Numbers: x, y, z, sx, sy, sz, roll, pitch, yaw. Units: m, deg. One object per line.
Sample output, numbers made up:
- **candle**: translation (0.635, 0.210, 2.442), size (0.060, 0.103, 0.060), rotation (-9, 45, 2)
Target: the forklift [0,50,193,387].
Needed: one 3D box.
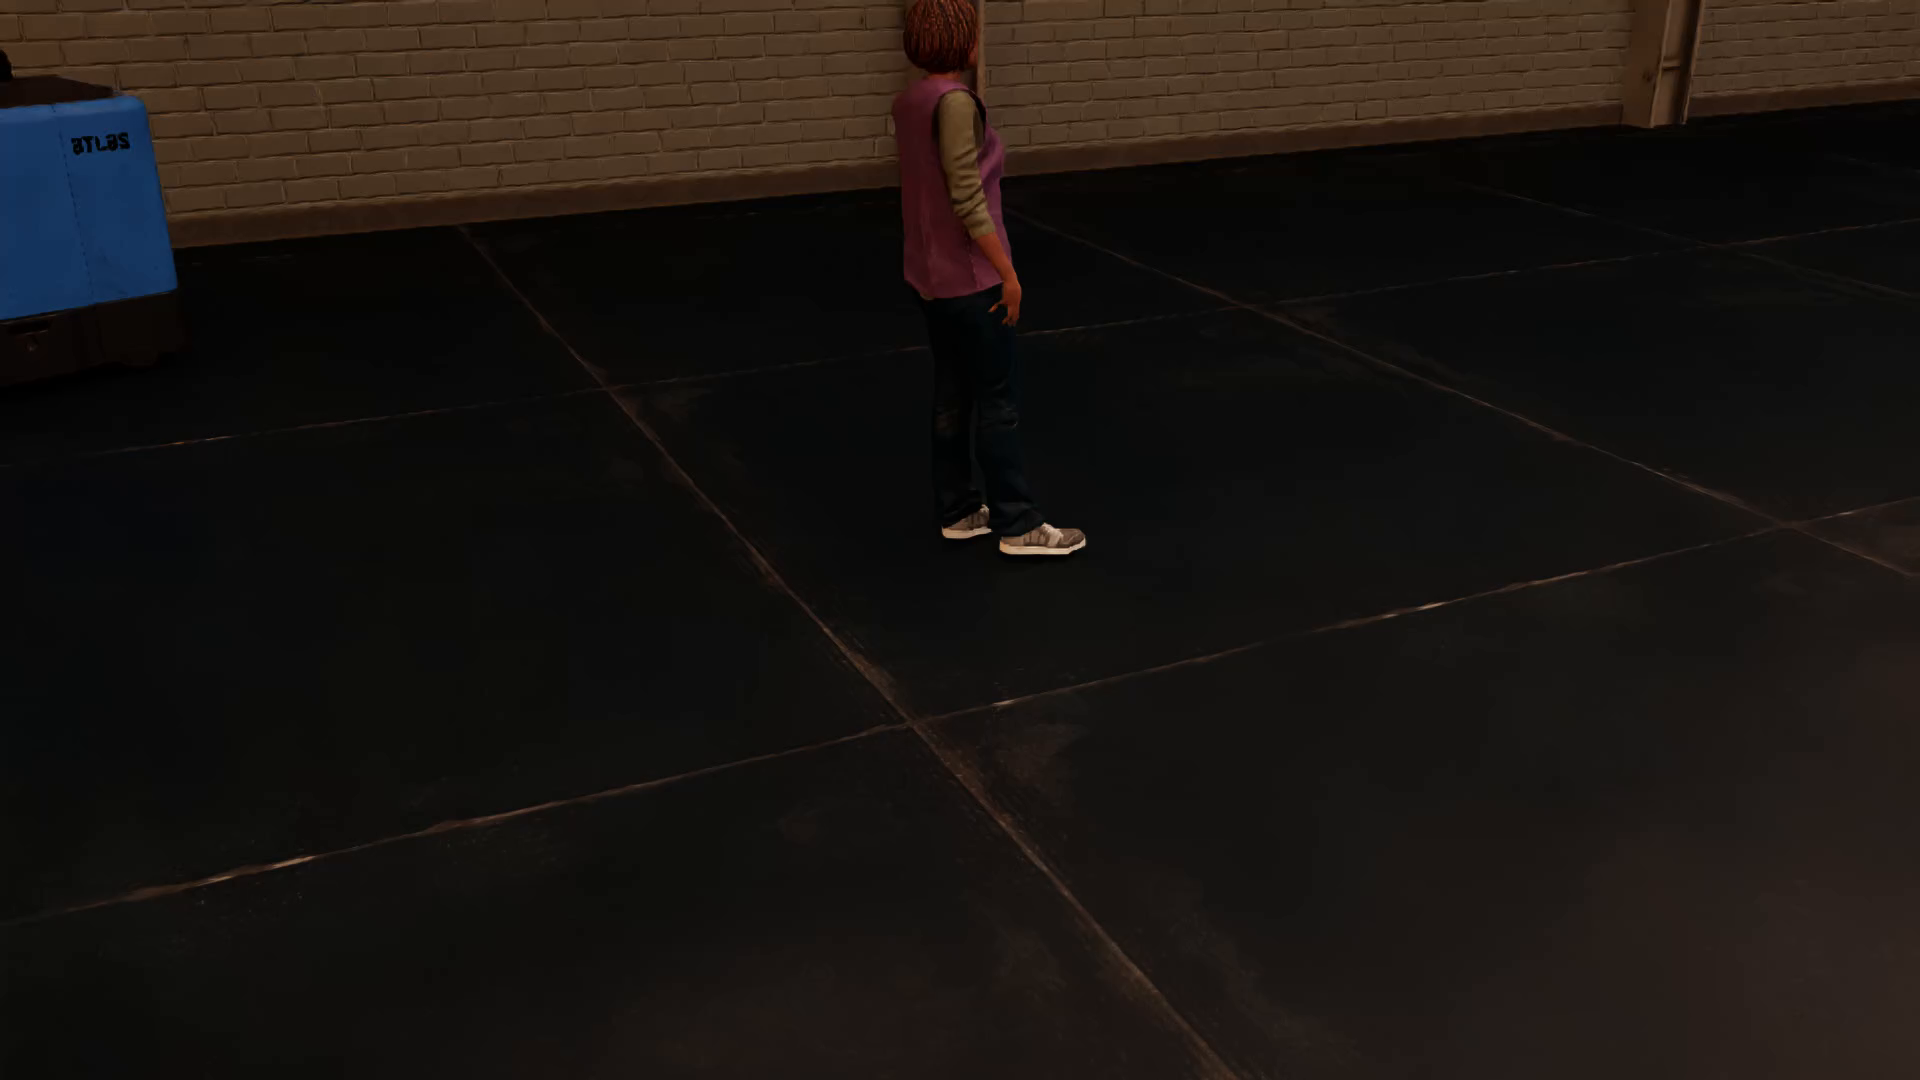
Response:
- **forklift**: translation (-4.562, -1.817, 5.660), size (1.130, 2.935, 3.031), rotation (21, 30, 41)

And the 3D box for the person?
- **person**: translation (0.073, -0.749, 4.816), size (0.474, 1.593, 0.520), rotation (-10, 25, -23)
